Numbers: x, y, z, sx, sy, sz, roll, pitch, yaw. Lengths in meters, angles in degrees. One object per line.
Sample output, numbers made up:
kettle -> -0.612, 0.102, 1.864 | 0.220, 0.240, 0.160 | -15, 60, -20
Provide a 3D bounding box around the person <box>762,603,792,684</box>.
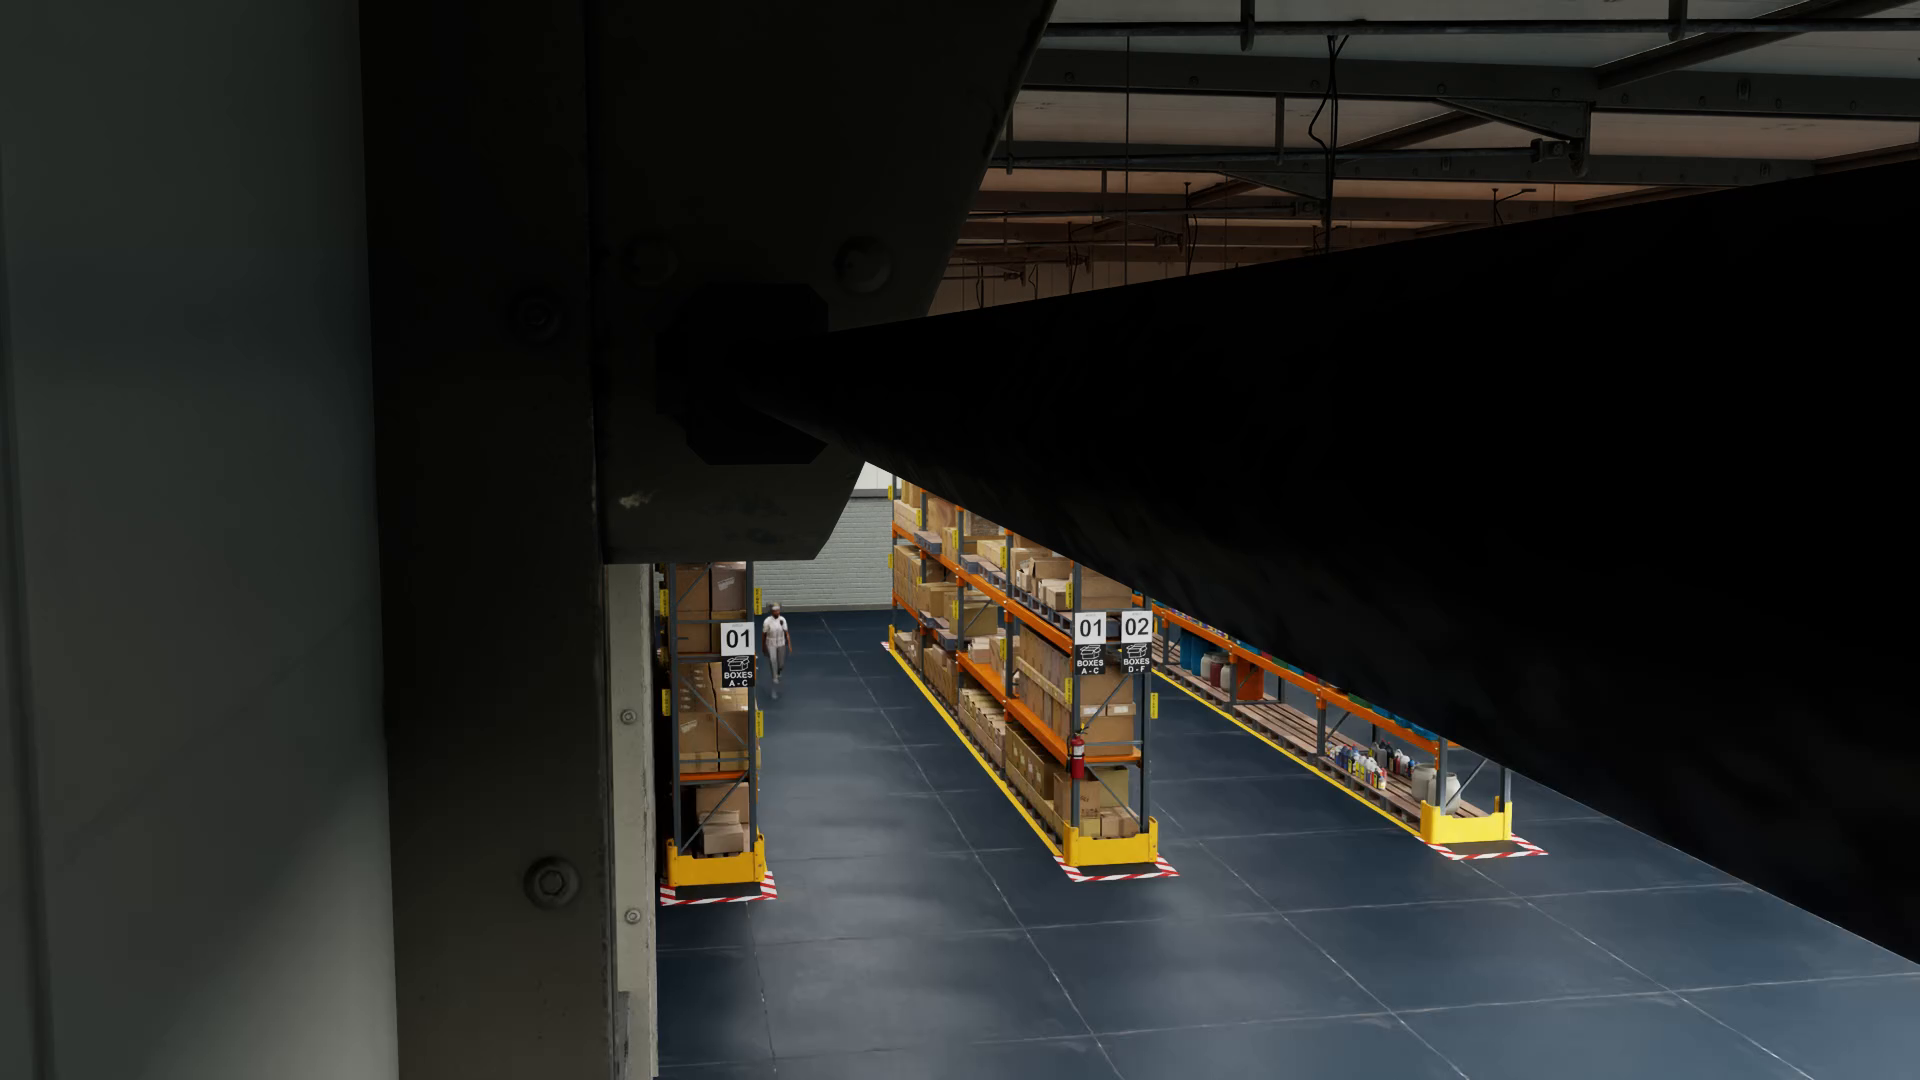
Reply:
person -> -3.458, 1.926, 31.341 | 0.536, 1.521, 1.019 | -1, 6, -13
